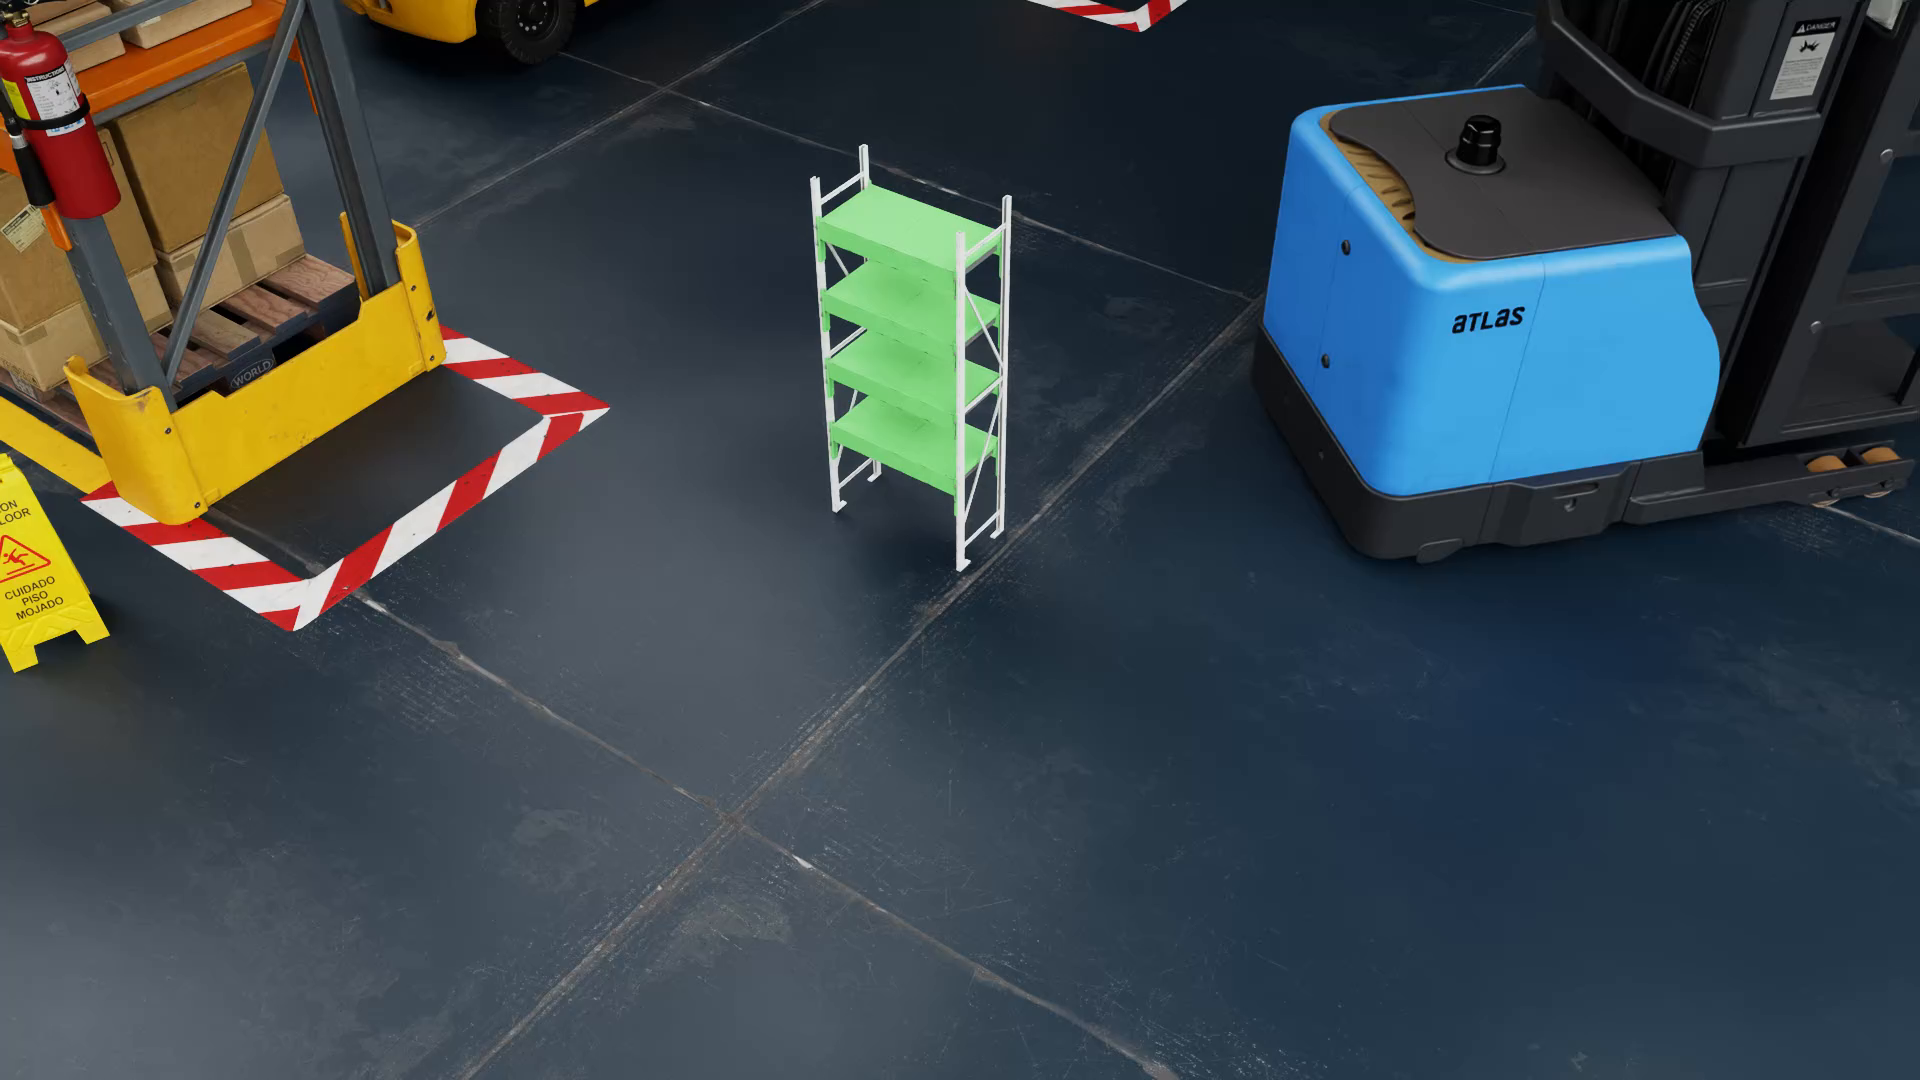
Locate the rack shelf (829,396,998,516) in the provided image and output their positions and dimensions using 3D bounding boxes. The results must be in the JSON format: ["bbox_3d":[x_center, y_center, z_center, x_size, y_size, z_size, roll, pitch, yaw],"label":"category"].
[{"bbox_3d":[-0.136,-0.284,5.123,0.480,0.148,0.258,25,48,25],"label":"rack shelf"}]

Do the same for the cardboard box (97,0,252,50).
[{"bbox_3d":[-2.397,-1.652,5.035,0.250,0.149,0.380,25,48,25],"label":"cardboard box"}]

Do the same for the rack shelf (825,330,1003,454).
[{"bbox_3d":[-0.136,-0.463,4.963,0.480,0.148,0.258,25,48,25],"label":"rack shelf"}]

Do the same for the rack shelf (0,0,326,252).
[{"bbox_3d":[-3.875,-2.000,5.776,4.000,0.370,1.077,25,48,25],"label":"rack shelf"}]

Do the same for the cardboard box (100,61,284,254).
[{"bbox_3d":[-2.759,-1.383,5.730,0.500,0.500,0.500,24,47,24],"label":"cardboard box"}]

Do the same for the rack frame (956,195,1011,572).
[{"bbox_3d":[0.064,-0.417,4.816,0.015,1.200,0.240,25,48,25],"label":"rack frame"}]

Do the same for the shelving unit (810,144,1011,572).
[{"bbox_3d":[-0.136,-0.511,4.921,0.503,1.200,0.258,25,48,25],"label":"shelving unit"}]

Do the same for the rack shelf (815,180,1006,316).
[{"bbox_3d":[-0.136,-0.821,4.643,0.480,0.148,0.258,25,48,25],"label":"rack shelf"}]

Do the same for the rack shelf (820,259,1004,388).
[{"bbox_3d":[-0.136,-0.642,4.803,0.480,0.148,0.258,25,48,25],"label":"rack shelf"}]

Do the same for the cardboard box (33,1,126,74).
[{"bbox_3d":[-2.666,-1.436,4.793,0.250,0.149,0.380,27,48,27],"label":"cardboard box"}]

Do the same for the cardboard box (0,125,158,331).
[{"bbox_3d":[-3.043,-1.078,5.390,0.500,0.500,0.500,25,48,26],"label":"cardboard box"}]

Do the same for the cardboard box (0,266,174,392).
[{"bbox_3d":[-3.073,-0.806,5.649,0.500,0.250,0.500,25,47,25],"label":"cardboard box"}]

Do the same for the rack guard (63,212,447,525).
[{"bbox_3d":[-2.300,-0.600,5.546,0.348,0.500,1.175,25,48,25],"label":"rack guard"}]

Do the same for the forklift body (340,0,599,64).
[{"bbox_3d":[-1.990,-3.628,7.691,1.214,2.155,2.313,25,48,25],"label":"forklift body"}]

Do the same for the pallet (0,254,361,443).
[{"bbox_3d":[-2.944,-0.823,6.011,1.213,0.211,1.003,25,48,25],"label":"pallet"}]

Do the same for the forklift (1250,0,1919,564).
[{"bbox_3d":[2.580,-1.535,4.768,3.031,2.935,1.130,-9,43,-10],"label":"forklift"}]

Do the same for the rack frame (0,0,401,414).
[{"bbox_3d":[-2.237,-1.503,4.680,0.127,3.000,1.000,25,48,25],"label":"rack frame"}]

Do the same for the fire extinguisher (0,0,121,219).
[{"bbox_3d":[-2.408,-1.178,4.376,0.183,0.674,0.296,25,48,25],"label":"fire extinguisher"}]

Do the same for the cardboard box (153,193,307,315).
[{"bbox_3d":[-2.739,-1.094,5.971,0.500,0.250,0.500,25,47,25],"label":"cardboard box"}]

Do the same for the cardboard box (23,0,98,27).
[{"bbox_3d":[-2.840,-1.708,4.612,0.500,0.500,0.500,24,47,25],"label":"cardboard box"}]

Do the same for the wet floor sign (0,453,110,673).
[{"bbox_3d":[-2.696,0.032,4.731,0.267,0.644,0.232,-25,48,-25],"label":"wet floor sign"}]

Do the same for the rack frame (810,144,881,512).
[{"bbox_3d":[-0.335,-0.604,5.025,0.015,1.200,0.240,25,48,25],"label":"rack frame"}]
